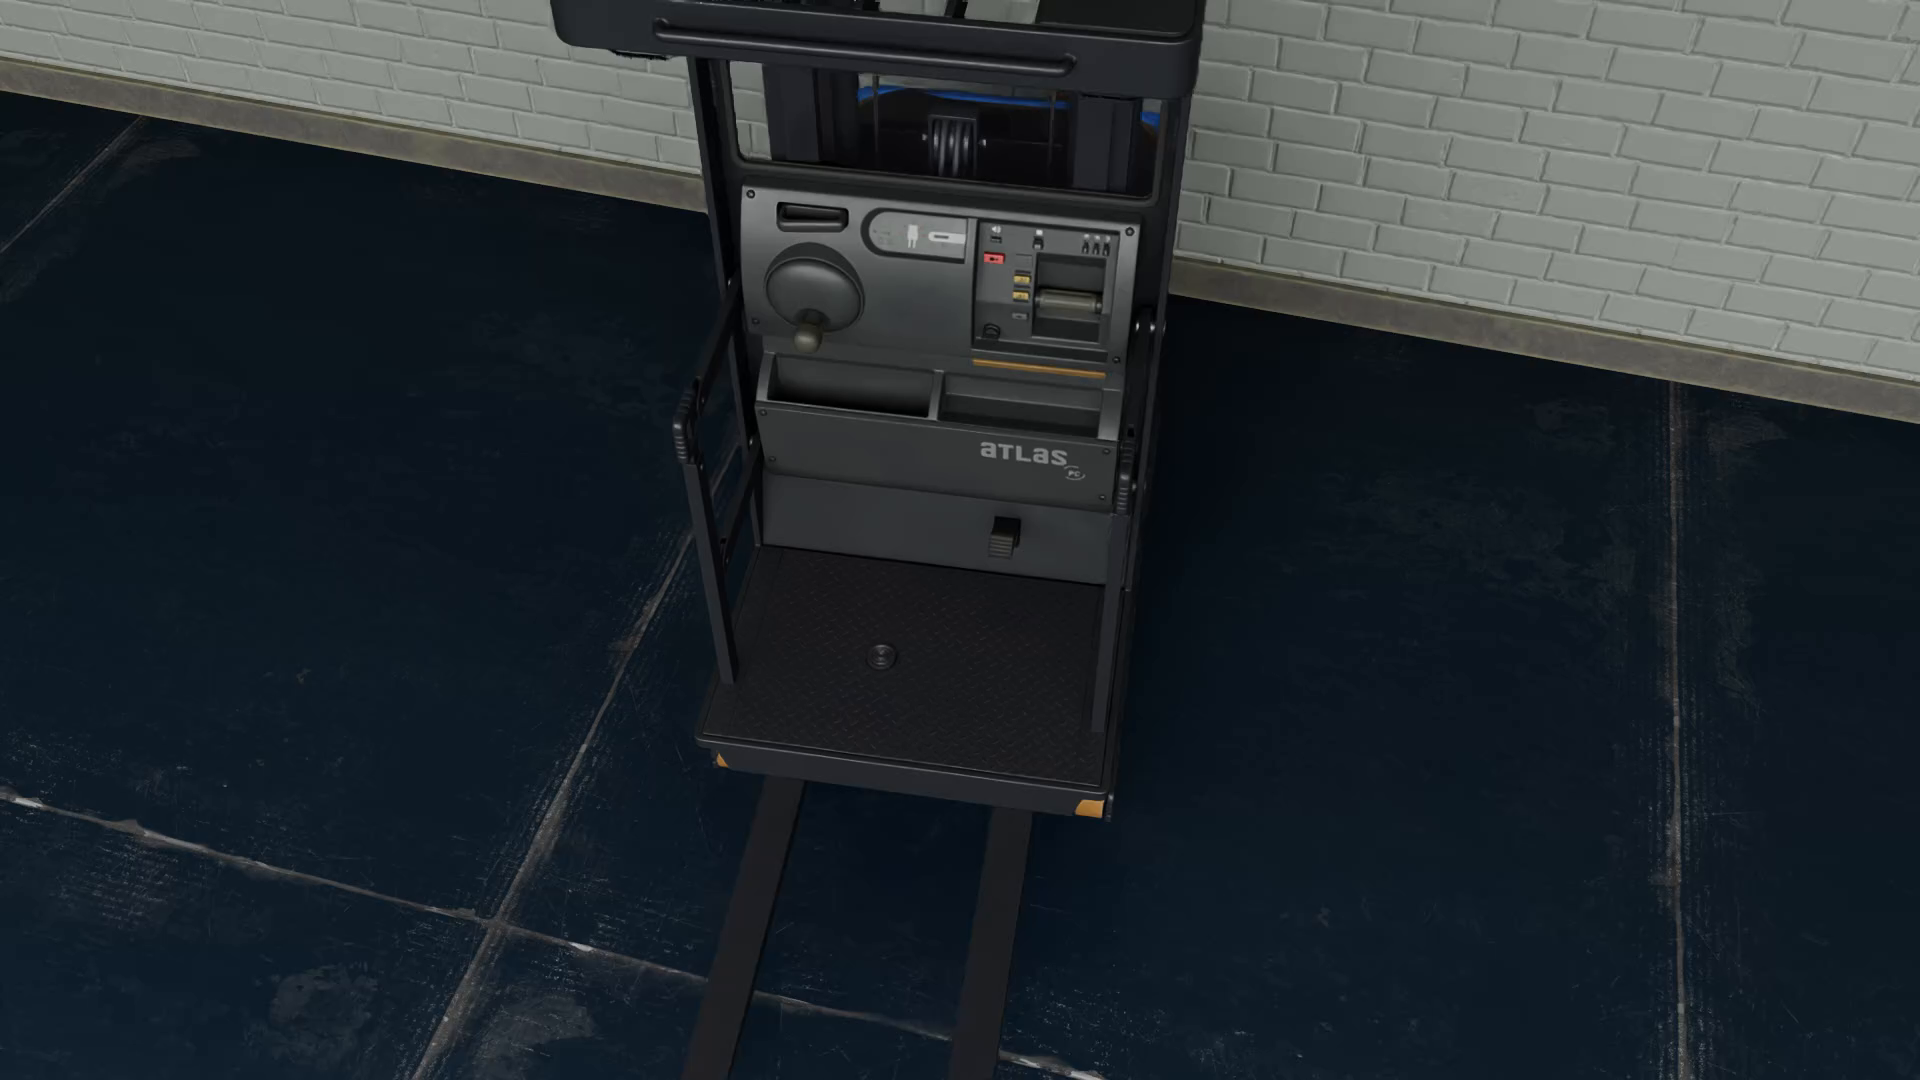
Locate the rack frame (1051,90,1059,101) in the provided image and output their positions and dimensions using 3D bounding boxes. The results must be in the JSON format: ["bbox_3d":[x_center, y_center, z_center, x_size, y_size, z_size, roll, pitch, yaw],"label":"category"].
[{"bbox_3d":[0.393,-1.135,5.419,0.240,1.200,0.006,11,39,9],"label":"rack frame"}]

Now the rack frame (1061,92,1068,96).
[{"bbox_3d":[0.436,-1.244,5.560,0.240,1.200,0.006,11,39,9],"label":"rack frame"}]

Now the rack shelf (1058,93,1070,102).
[{"bbox_3d":[0.423,-1.343,5.368,0.258,0.103,0.180,11,39,9],"label":"rack shelf"}]

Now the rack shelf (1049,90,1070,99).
[{"bbox_3d":[0.428,-1.437,5.294,0.258,0.103,0.180,11,39,9],"label":"rack shelf"}]

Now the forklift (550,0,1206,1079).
[{"bbox_3d":[-0.086,-0.506,3.742,1.130,2.935,3.031,7,49,6],"label":"forklift"}]

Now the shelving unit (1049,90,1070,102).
[{"bbox_3d":[0.414,-1.190,5.490,0.258,1.200,0.189,11,39,9],"label":"shelving unit"}]
